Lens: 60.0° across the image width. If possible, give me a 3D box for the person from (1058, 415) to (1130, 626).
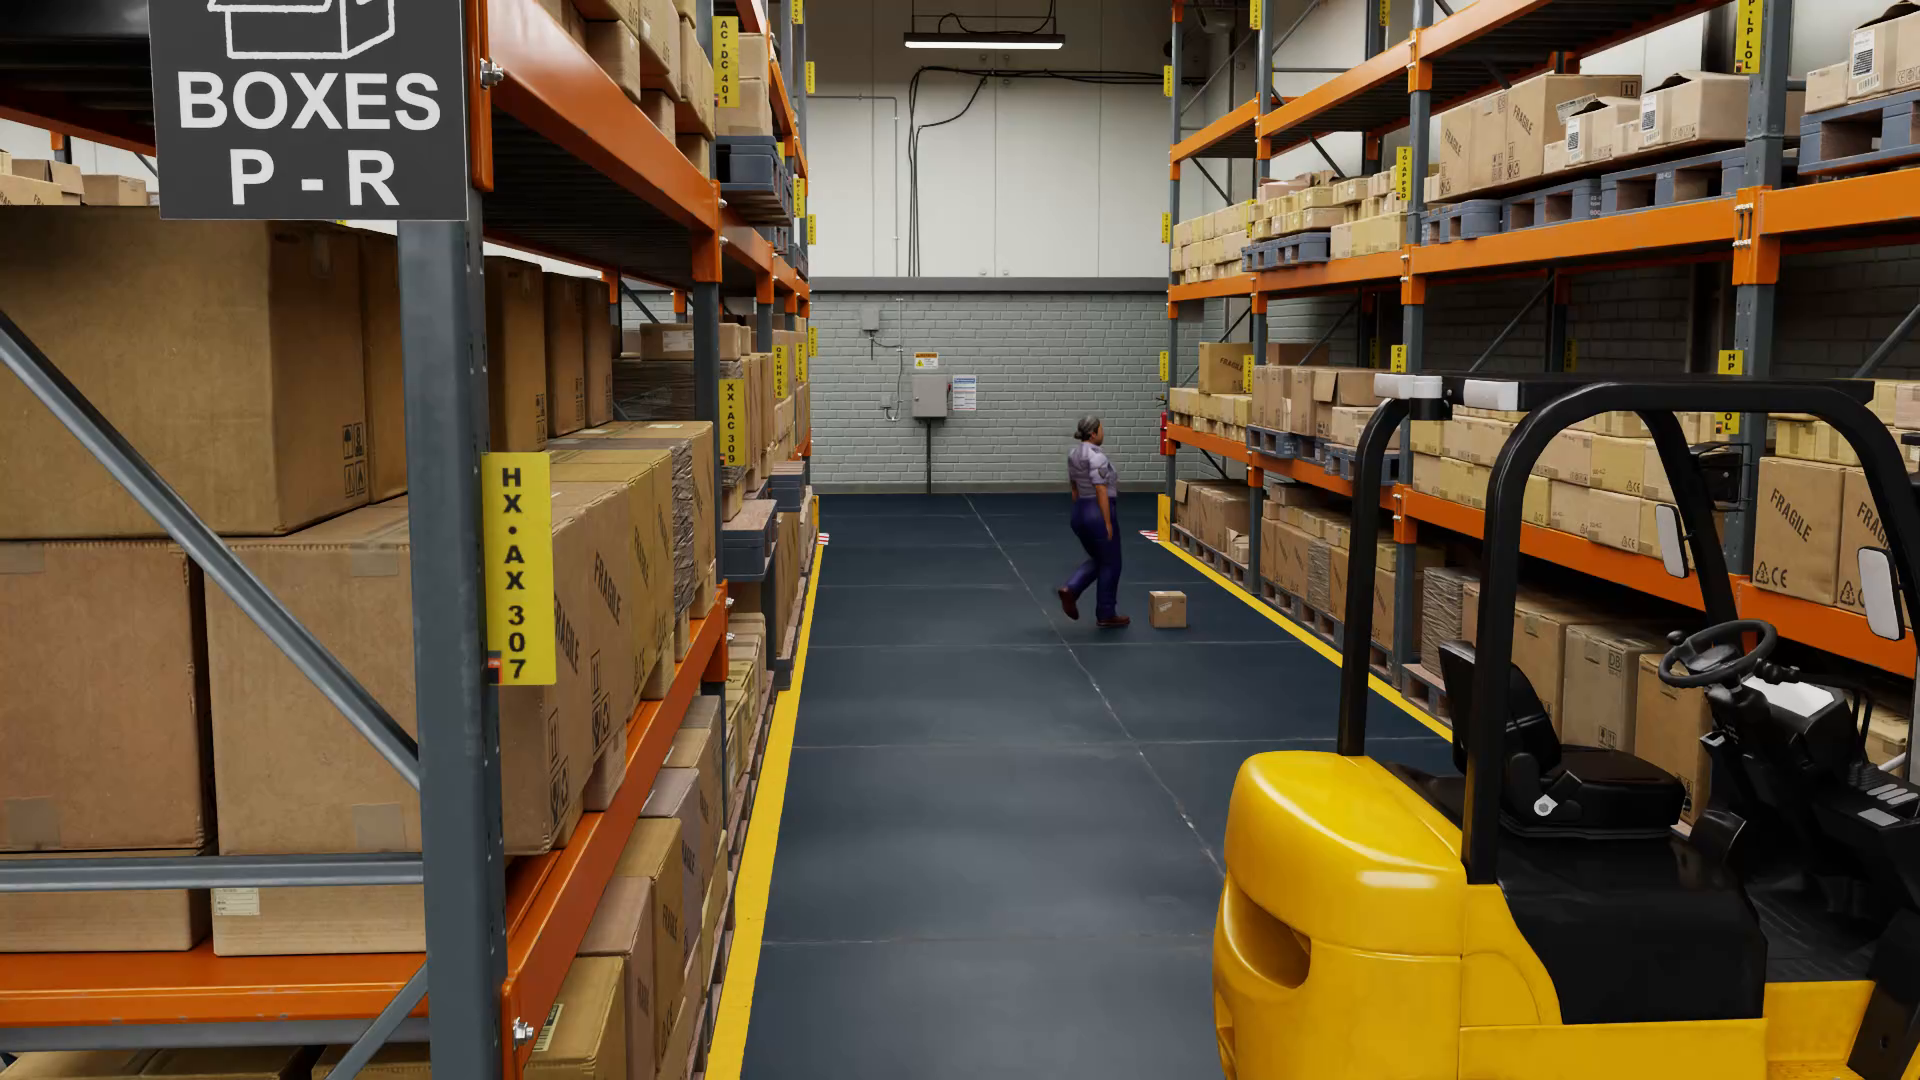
[{"bbox_3d":[1.057,-0.151,12.927,0.522,1.635,0.499,-3,8,-26],"label":"person"}]
